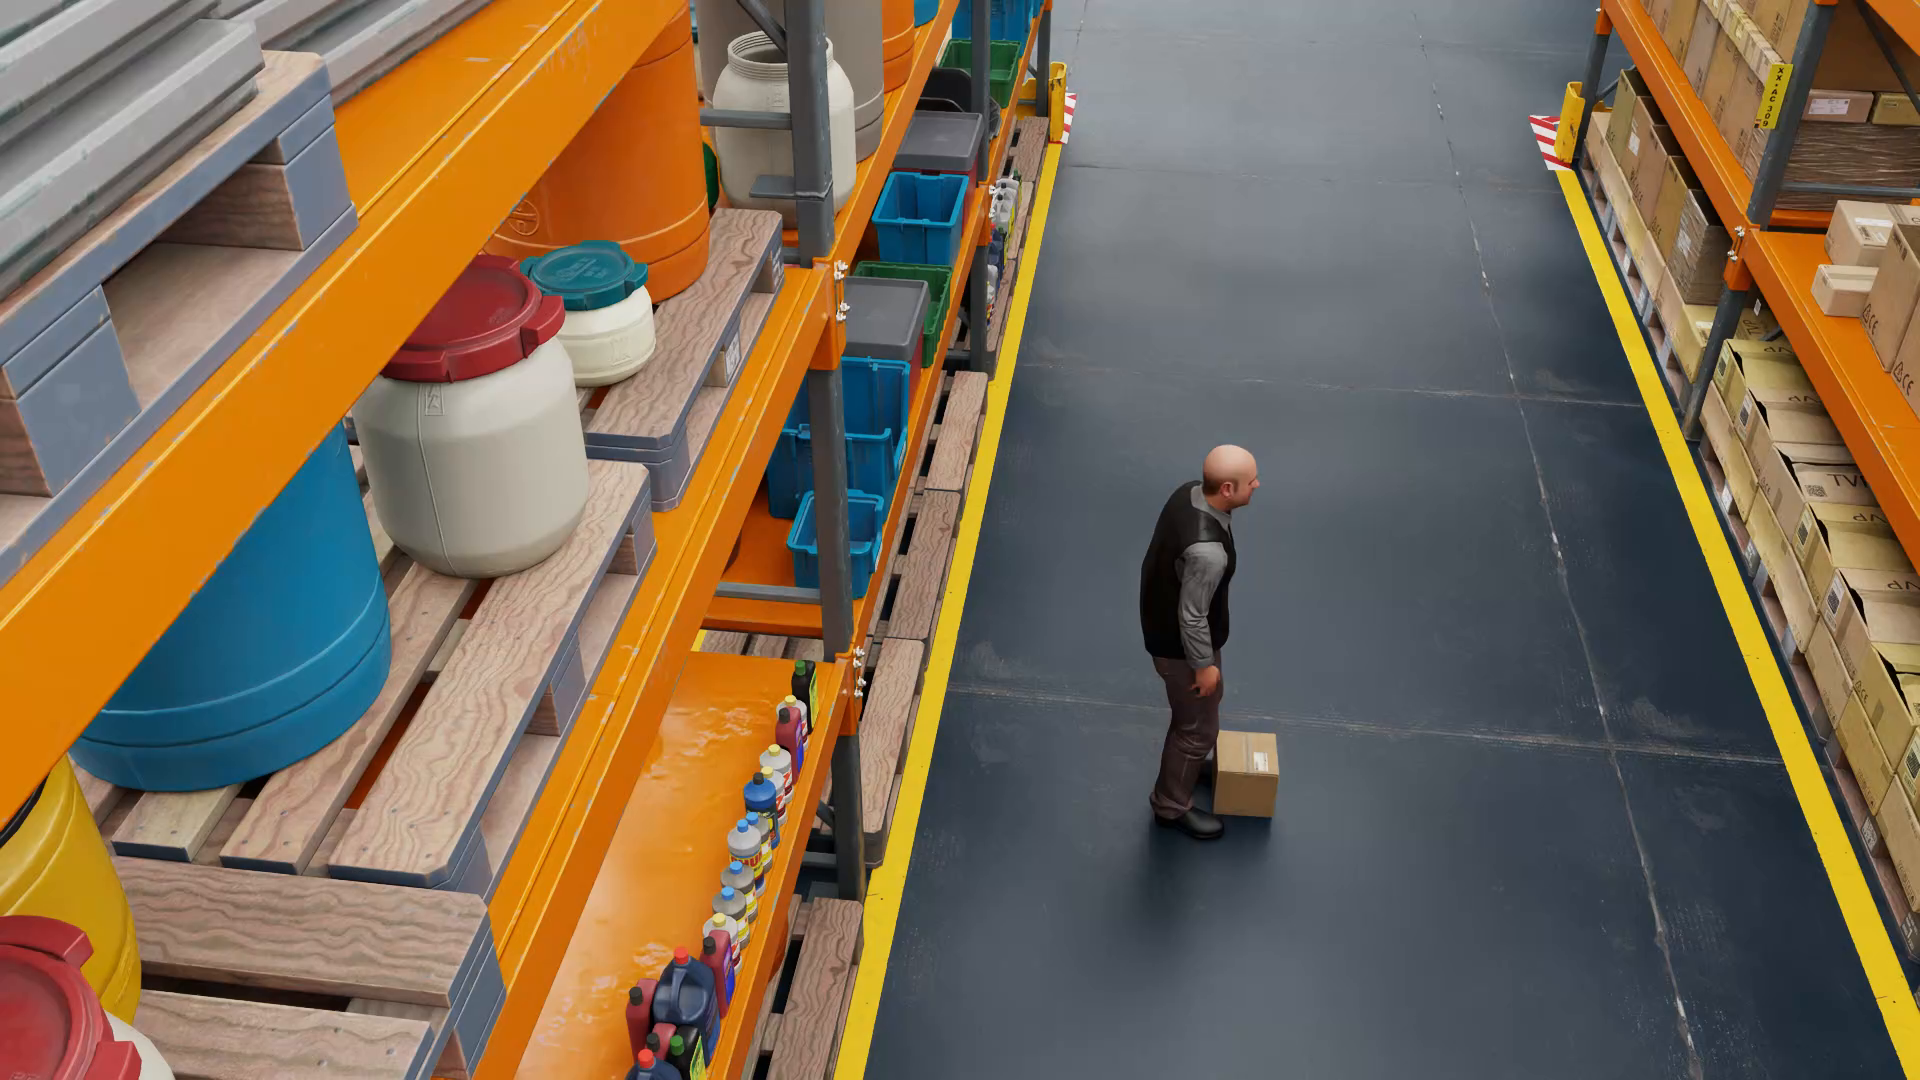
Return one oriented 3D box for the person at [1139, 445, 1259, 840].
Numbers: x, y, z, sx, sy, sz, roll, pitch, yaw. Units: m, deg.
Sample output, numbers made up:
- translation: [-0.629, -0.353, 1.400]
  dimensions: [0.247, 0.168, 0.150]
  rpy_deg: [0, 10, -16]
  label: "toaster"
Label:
- translation: [0.935, 0.371, 6.562]
  dimensions: [0.474, 1.719, 0.577]
  rpy_deg: [3, 36, 4]
  label: "person"
